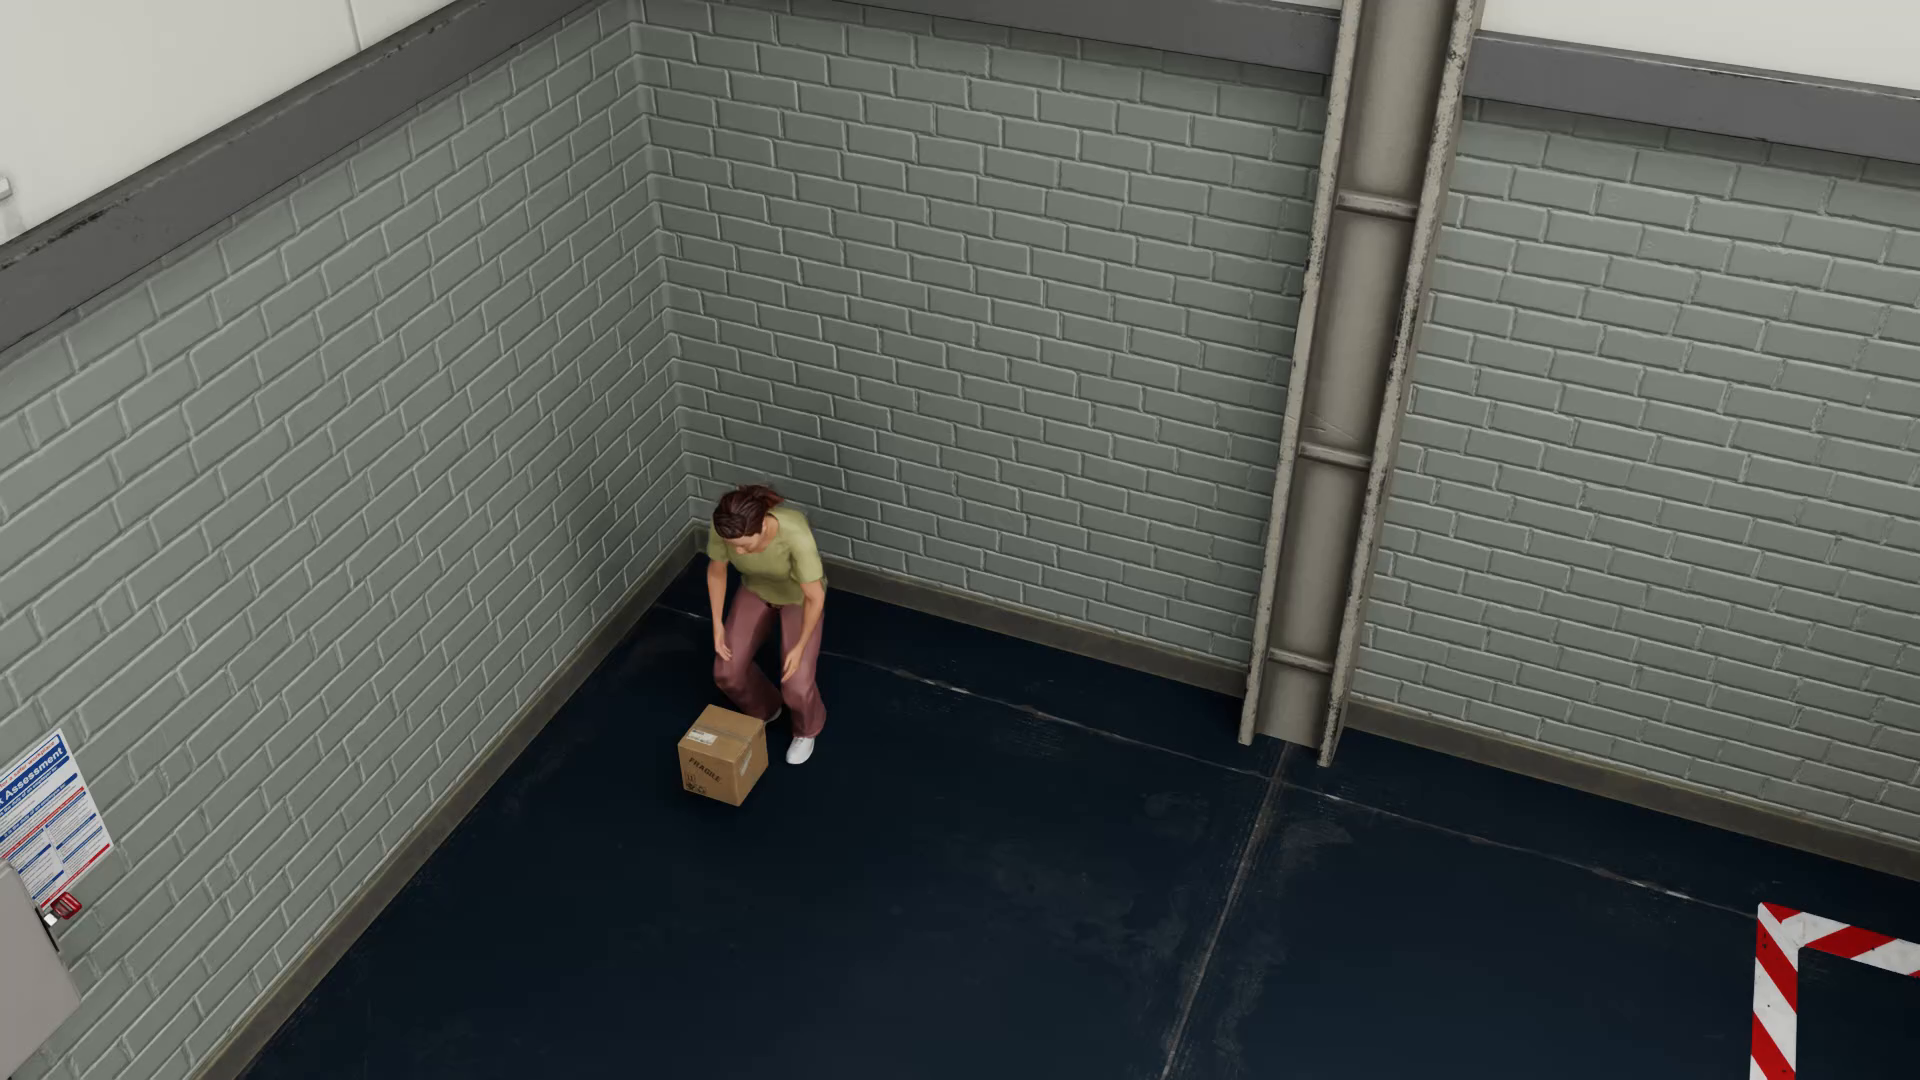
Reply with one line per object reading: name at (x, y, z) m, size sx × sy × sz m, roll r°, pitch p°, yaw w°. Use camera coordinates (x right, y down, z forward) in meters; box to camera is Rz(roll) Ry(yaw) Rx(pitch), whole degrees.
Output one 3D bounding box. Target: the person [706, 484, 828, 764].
person at (-0.740, 0.300, 6.626) m, size 0.507 × 1.444 × 0.596 m, roll 14°, pitch 40°, yaw 18°
